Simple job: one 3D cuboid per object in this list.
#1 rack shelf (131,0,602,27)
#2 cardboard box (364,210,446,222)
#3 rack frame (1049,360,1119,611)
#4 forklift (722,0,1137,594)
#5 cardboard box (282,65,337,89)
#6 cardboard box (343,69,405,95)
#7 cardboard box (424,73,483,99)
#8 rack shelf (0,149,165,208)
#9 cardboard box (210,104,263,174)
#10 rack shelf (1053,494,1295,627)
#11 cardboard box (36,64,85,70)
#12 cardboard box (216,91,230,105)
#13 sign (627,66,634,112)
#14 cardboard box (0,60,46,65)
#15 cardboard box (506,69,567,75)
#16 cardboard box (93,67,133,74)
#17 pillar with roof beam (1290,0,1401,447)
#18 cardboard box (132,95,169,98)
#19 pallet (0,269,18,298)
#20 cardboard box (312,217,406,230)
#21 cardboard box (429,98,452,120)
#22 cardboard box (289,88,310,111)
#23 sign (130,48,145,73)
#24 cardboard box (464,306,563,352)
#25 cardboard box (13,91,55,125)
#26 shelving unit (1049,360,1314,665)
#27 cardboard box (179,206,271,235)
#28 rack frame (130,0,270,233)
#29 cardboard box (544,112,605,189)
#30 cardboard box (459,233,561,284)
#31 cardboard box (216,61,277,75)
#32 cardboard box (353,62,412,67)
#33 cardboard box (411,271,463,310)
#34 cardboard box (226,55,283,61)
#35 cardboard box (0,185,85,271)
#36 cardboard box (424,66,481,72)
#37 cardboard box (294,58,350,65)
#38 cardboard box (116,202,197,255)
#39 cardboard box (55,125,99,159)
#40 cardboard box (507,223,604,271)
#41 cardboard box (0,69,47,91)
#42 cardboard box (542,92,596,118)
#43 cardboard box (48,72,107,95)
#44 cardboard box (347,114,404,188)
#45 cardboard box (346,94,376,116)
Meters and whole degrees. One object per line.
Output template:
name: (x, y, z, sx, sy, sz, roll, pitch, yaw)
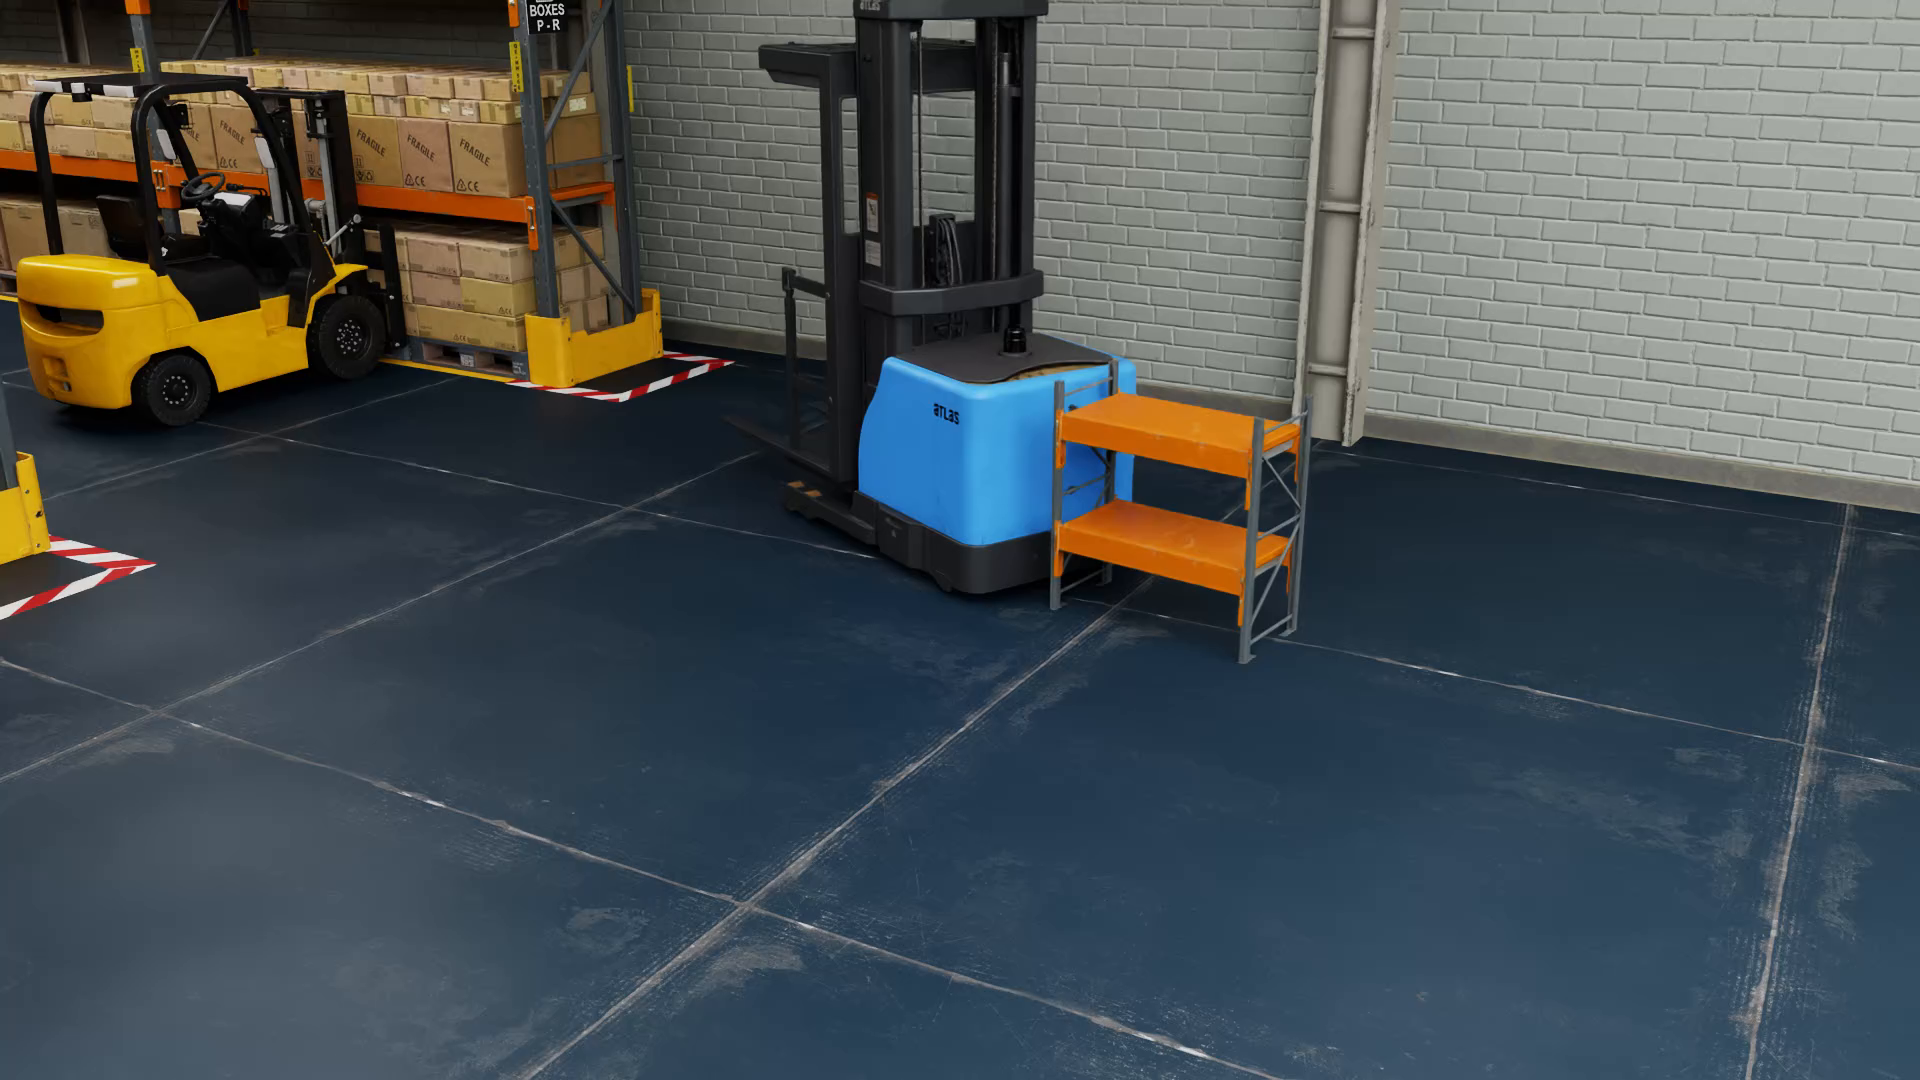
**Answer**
rack shelf: (-4.455, -4.096, 12.413, 4.000, 0.370, 1.077, 11, 23, 27)
cardboard box: (-4.350, -2.458, 13.192, 0.500, 0.250, 0.500, 10, 22, 26)
rack frame: (0.592, -0.258, 7.928, 0.032, 1.125, 0.500, 15, 25, 35)
forklift: (-0.355, -1.566, 8.885, 1.130, 2.935, 3.031, -13, 24, -32)
cardboard box: (-4.904, -3.516, 12.625, 0.250, 0.149, 0.380, 11, 23, 27)
cardboard box: (-4.288, -3.362, 12.201, 0.250, 0.149, 0.380, 11, 23, 28)
cardboard box: (-3.597, -3.247, 11.883, 0.250, 0.149, 0.380, 11, 23, 28)
rack shelf: (-7.947, -3.351, 14.758, 4.000, 0.370, 1.077, 11, 23, 27)
cardboard box: (-5.478, -3.170, 13.059, 0.500, 0.500, 0.500, 11, 23, 28)
rack shelf: (0.994, 0.077, 7.719, 1.000, 0.278, 0.538, 15, 25, 35)
cardboard box: (-7.961, -4.130, 14.754, 0.250, 0.149, 0.380, 12, 23, 29)
cardboard box: (-5.583, -3.499, 13.015, 0.250, 0.149, 0.380, 11, 23, 27)
sign: (-2.433, -3.299, 12.177, 0.005, 0.325, 0.100, 11, 23, 27)
cardboard box: (-8.583, -4.288, 15.190, 0.250, 0.149, 0.380, 10, 22, 26)
cardboard box: (-3.100, -3.365, 12.209, 0.250, 0.149, 0.380, 12, 23, 29)
cardboard box: (-7.268, -4.018, 14.445, 0.250, 0.149, 0.380, 11, 23, 27)
pillar with roof beam: (0.261, -3.616, 5.637, 0.400, 9.000, 9.100, 11, 23, 27)
cardboard box: (-6.607, -3.699, 13.566, 0.250, 0.149, 0.380, 12, 23, 29)
pallet: (-7.932, -2.359, 15.058, 1.213, 0.211, 1.003, 11, 23, 27)
cardboard box: (-4.596, -2.300, 12.758, 0.500, 0.250, 0.500, 10, 22, 26)
cardboard box: (-3.583, -3.112, 11.948, 0.250, 0.149, 0.380, 11, 23, 28)
cardboard box: (-4.948, -3.355, 12.619, 0.250, 0.149, 0.380, 10, 22, 26)
sign: (-6.457, -3.700, 13.085, 0.005, 0.325, 0.100, 11, 23, 27)
cardboard box: (-3.273, -1.580, 12.238, 0.500, 0.250, 0.500, 11, 23, 28)
cardboard box: (-7.650, -3.696, 14.143, 0.500, 0.250, 0.500, 11, 23, 28)
shelving unit: (0.994, -0.152, 7.636, 1.048, 1.125, 0.538, 15, 25, 35)
cardboard box: (-5.932, -2.557, 13.466, 0.500, 0.250, 0.500, 10, 22, 26)
rack frame: (-6.201, -3.356, 13.719, 0.127, 3.000, 1.000, 11, 23, 27)
cardboard box: (-3.006, -2.903, 12.323, 0.500, 0.500, 0.500, 12, 23, 29)
cardboard box: (-3.263, -2.050, 12.067, 0.500, 0.250, 0.500, 12, 23, 29)
cardboard box: (-5.568, -3.650, 12.996, 0.250, 0.149, 0.380, 10, 22, 26)
cardboard box: (-4.467, -3.611, 12.887, 0.250, 0.149, 0.380, 12, 23, 29)
cardboard box: (-3.719, -1.905, 12.402, 0.500, 0.250, 0.500, 11, 22, 27)
cardboard box: (-5.775, -3.885, 13.642, 0.250, 0.149, 0.380, 11, 23, 27)
cardboard box: (-8.581, -2.888, 15.296, 0.625, 0.625, 0.875, 12, 23, 29)
cardboard box: (-3.798, -3.478, 12.519, 0.250, 0.149, 0.380, 12, 23, 29)
cardboard box: (-5.089, -3.768, 13.319, 0.250, 0.149, 0.380, 10, 22, 26)
cardboard box: (-6.662, -2.521, 14.282, 0.625, 0.625, 0.875, 12, 23, 30)
cardboard box: (-7.210, -3.374, 13.987, 0.500, 0.250, 0.500, 11, 22, 27)
cardboard box: (-3.036, -2.202, 12.487, 0.500, 0.250, 0.500, 10, 22, 26)
cardboard box: (-8.007, -3.924, 14.185, 0.250, 0.149, 0.380, 10, 22, 26)
cardboard box: (-2.879, -3.177, 12.126, 0.250, 0.149, 0.380, 10, 22, 26)
cardboard box: (-7.324, -3.797, 13.836, 0.250, 0.149, 0.380, 10, 22, 26)
cardboard box: (-4.163, -2.916, 12.358, 0.500, 0.500, 0.500, 10, 22, 26)
cardboard box: (-4.280, -3.223, 12.254, 0.250, 0.149, 0.380, 11, 23, 28)
